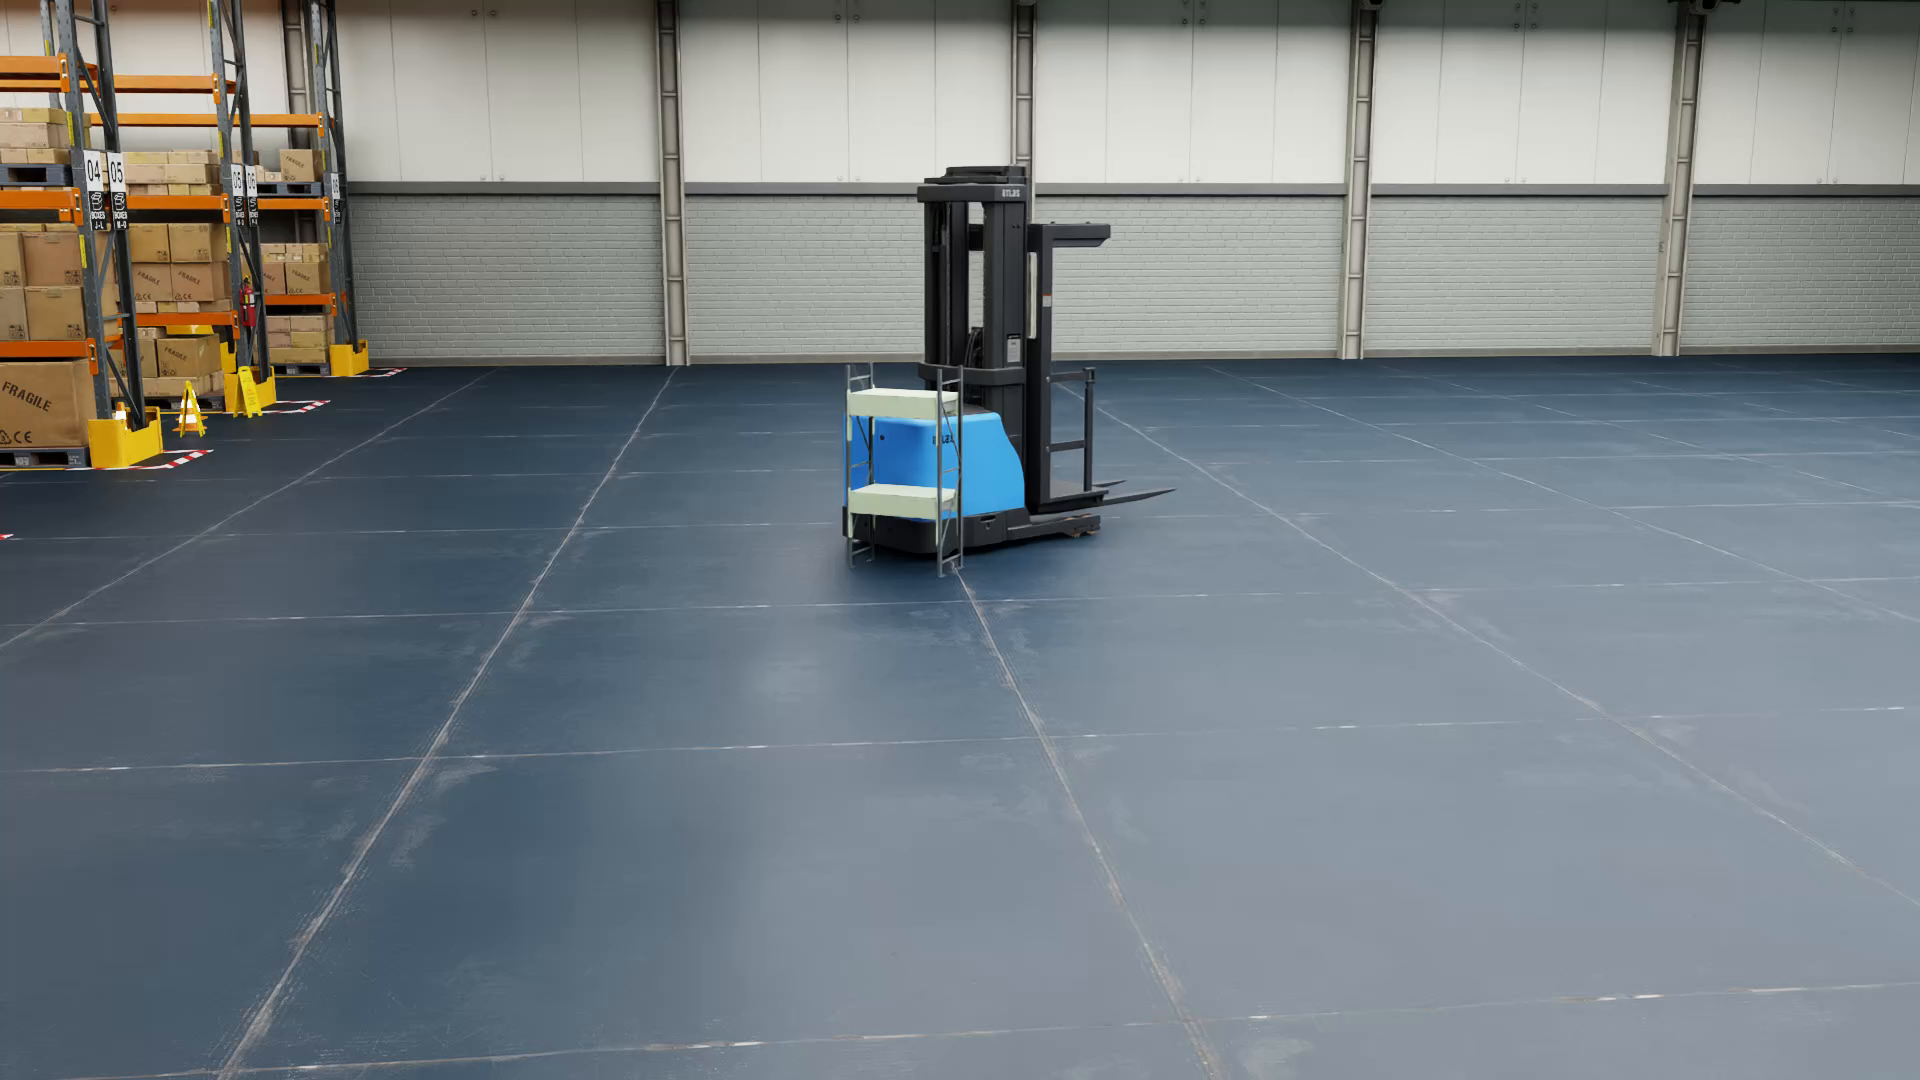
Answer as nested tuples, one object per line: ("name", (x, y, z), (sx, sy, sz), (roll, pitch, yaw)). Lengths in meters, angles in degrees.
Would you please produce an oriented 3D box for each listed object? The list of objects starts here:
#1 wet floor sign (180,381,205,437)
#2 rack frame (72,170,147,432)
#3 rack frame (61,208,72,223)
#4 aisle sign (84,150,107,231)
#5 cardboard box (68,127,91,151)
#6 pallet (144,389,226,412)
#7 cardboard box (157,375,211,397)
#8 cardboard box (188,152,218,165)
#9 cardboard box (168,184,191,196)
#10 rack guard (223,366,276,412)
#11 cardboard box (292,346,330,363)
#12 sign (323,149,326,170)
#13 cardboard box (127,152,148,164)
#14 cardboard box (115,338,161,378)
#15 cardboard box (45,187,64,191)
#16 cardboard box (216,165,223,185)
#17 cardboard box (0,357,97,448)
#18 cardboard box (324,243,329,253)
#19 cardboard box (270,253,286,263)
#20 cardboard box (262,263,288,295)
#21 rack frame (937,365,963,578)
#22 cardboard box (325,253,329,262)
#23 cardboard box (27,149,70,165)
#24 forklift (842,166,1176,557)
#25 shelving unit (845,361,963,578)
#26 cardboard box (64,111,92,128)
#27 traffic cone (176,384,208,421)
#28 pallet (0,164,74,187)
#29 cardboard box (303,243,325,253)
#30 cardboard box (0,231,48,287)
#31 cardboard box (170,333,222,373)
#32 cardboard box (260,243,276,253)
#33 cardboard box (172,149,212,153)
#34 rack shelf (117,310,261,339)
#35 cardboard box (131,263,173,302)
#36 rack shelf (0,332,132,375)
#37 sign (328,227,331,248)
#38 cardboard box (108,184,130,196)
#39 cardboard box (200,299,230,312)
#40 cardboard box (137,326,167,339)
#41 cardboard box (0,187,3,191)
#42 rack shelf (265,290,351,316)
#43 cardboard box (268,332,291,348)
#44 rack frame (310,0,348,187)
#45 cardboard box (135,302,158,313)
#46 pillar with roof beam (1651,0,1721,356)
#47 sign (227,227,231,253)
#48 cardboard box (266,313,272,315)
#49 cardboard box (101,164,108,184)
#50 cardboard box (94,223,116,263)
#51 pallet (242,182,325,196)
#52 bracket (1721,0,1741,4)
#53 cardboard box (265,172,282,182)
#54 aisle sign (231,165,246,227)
("wet floor sign", (-9.065, -1.550, 19.582), (0.232, 0.644, 0.267), (-3, 12, -16))
("rack frame", (-8.880, -2.325, 17.420), (0.127, 3.000, 1.000), (-1, 11, -6))
("rack frame", (-14.031, -4.141, 26.656), (0.127, 3.000, 1.000), (-1, 11, -6))
("aisle sign", (-8.777, -3.545, 16.884), (0.004, 0.787, 0.394), (-1, 11, -6))
("cardboard box", (-9.387, -4.164, 17.265), (0.500, 0.250, 0.500), (-1, 11, -6))
("pallet", (-10.402, -1.892, 22.447), (1.213, 0.211, 1.003), (-1, 11, -6))
("cardboard box", (-10.313, -2.060, 22.112), (0.500, 0.250, 0.500), (-1, 11, -6))
("cardboard box", (-9.819, -4.949, 21.572), (0.250, 0.149, 0.380), (-1, 11, -6))
("cardboard box", (-10.083, -4.548, 21.604), (0.250, 0.149, 0.380), (-1, 11, -6))
("rack guard", (-9.590, -2.044, 22.471), (0.348, 0.500, 1.175), (-1, 11, -6))
("cardboard box", (-10.488, -3.011, 26.946), (0.500, 0.250, 0.500), (-1, 11, -6))
("sign", (-10.010, -5.987, 26.181), (0.005, 0.325, 0.100), (-1, 11, -6))
("cardboard box", (-10.589, -4.946, 21.561), (0.250, 0.149, 0.380), (-1, 11, -6))
("cardboard box", (-10.802, -2.419, 21.992), (0.500, 0.500, 0.500), (-1, 11, -4))
("cardboard box", (-11.619, -4.529, 21.505), (0.250, 0.149, 0.380), (-1, 11, -6))
("cardboard box", (-10.044, -4.857, 22.141), (0.500, 0.250, 0.500), (-1, 11, -7))
("cardboard box", (-9.547, -1.462, 17.448), (0.875, 0.875, 0.875), (-1, 11, -6))
("cardboard box", (-10.412, -4.772, 27.151), (0.250, 0.149, 0.380), (-1, 11, -7))
("cardboard box", (-10.885, -4.526, 26.673), (0.250, 0.149, 0.380), (-1, 11, -5))
("cardboard box", (-11.032, -4.204, 26.716), (0.500, 0.500, 0.500), (-1, 11, -4))
("rack frame", (-0.071, -0.497, 12.004), (0.023, 1.500, 0.400), (5, 12, 24))
("cardboard box", (-10.420, -4.634, 27.224), (0.250, 0.149, 0.380), (-1, 11, -8))
("cardboard box", (-9.174, -3.857, 16.739), (0.250, 0.149, 0.380), (-1, 11, -6))
("forklift", (0.517, -1.523, 13.519), (3.031, 2.935, 1.130), (-9, 14, -40))
("shelving unit", (-0.405, -0.526, 12.151), (0.755, 1.500, 0.431), (5, 12, 24))
("cardboard box", (-9.246, -4.374, 17.303), (0.250, 0.149, 0.380), (-1, 11, -5))
("traffic cone", (-9.803, -1.771, 21.179), (0.334, 0.463, 0.336), (-1, 11, -6))
("pallet", (-9.616, -3.736, 17.050), (1.213, 0.211, 1.003), (-1, 11, -6))
("cardboard box", (-10.388, -4.690, 26.735), (0.250, 0.149, 0.380), (-1, 11, -6))
("cardboard box", (-9.790, -2.899, 17.151), (0.550, 0.550, 0.875), (-1, 11, -6))
("cardboard box", (-10.370, -2.533, 22.571), (0.500, 0.500, 0.500), (-2, 11, -8))
("cardboard box", (-11.143, -4.677, 26.671), (0.250, 0.149, 0.380), (-1, 11, -6))
("cardboard box", (-12.083, -5.939, 26.410), (0.637, 0.503, 0.797), (-1, 11, -4))
("rack shelf", (-11.503, -2.878, 22.095), (4.000, 0.370, 1.077), (-1, 11, -6))
("cardboard box", (-10.523, -3.394, 21.825), (0.500, 0.500, 0.500), (-1, 11, -6))
("rack shelf", (-10.868, -1.931, 17.277), (4.000, 0.370, 1.077), (-1, 11, -6))
("sign", (-10.010, -4.804, 26.414), (0.005, 0.325, 0.100), (-1, 11, -6))
("cardboard box", (-10.853, -4.543, 21.574), (0.250, 0.149, 0.380), (-1, 11, -7))
("cardboard box", (-9.864, -3.100, 22.014), (0.250, 0.149, 0.380), (-1, 11, -4))
("cardboard box", (-10.641, -2.728, 21.884), (0.250, 0.149, 0.380), (-1, 11, -4))
("cardboard box", (-12.401, -4.516, 21.438), (0.250, 0.149, 0.380), (-1, 11, -4))
("rack shelf", (-12.043, -3.830, 26.937), (4.000, 0.370, 1.077), (-1, 11, -6))
("cardboard box", (-11.005, -3.248, 26.857), (0.500, 0.250, 0.500), (-1, 11, -7))
("rack frame", (-10.055, -7.168, 26.501), (0.127, 3.000, 1.000), (-1, 11, -6))
("cardboard box", (-10.613, -3.061, 21.816), (0.250, 0.149, 0.380), (-1, 11, -5))
("pillar with roof beam", (13.480, -7.001, 25.650), (0.548, 9.000, 9.100), (-1, 11, -6))
("sign", (-9.475, -3.889, 21.552), (0.005, 0.325, 0.100), (-1, 11, -6))
("cardboard box", (-11.548, -3.579, 27.242), (0.500, 0.250, 0.500), (-1, 11, -6))
("cardboard box", (-11.010, -4.732, 21.505), (0.500, 0.250, 0.500), (-1, 11, -4))
("cardboard box", (-10.999, -3.866, 21.635), (0.500, 0.500, 0.700), (-1, 11, -7))
("pallet", (-10.760, -5.643, 26.749), (1.213, 0.211, 1.003), (-1, 11, -6))
("bracket", (13.466, -9.533, 29.200), (0.430, 0.232, 0.235), (-1, 11, -6))
("cardboard box", (-10.846, -5.752, 26.380), (0.250, 0.149, 0.380), (-2, 11, -8))
("aisle sign", (-9.422, -4.494, 21.711), (0.004, 0.787, 0.394), (-1, 11, -6))
